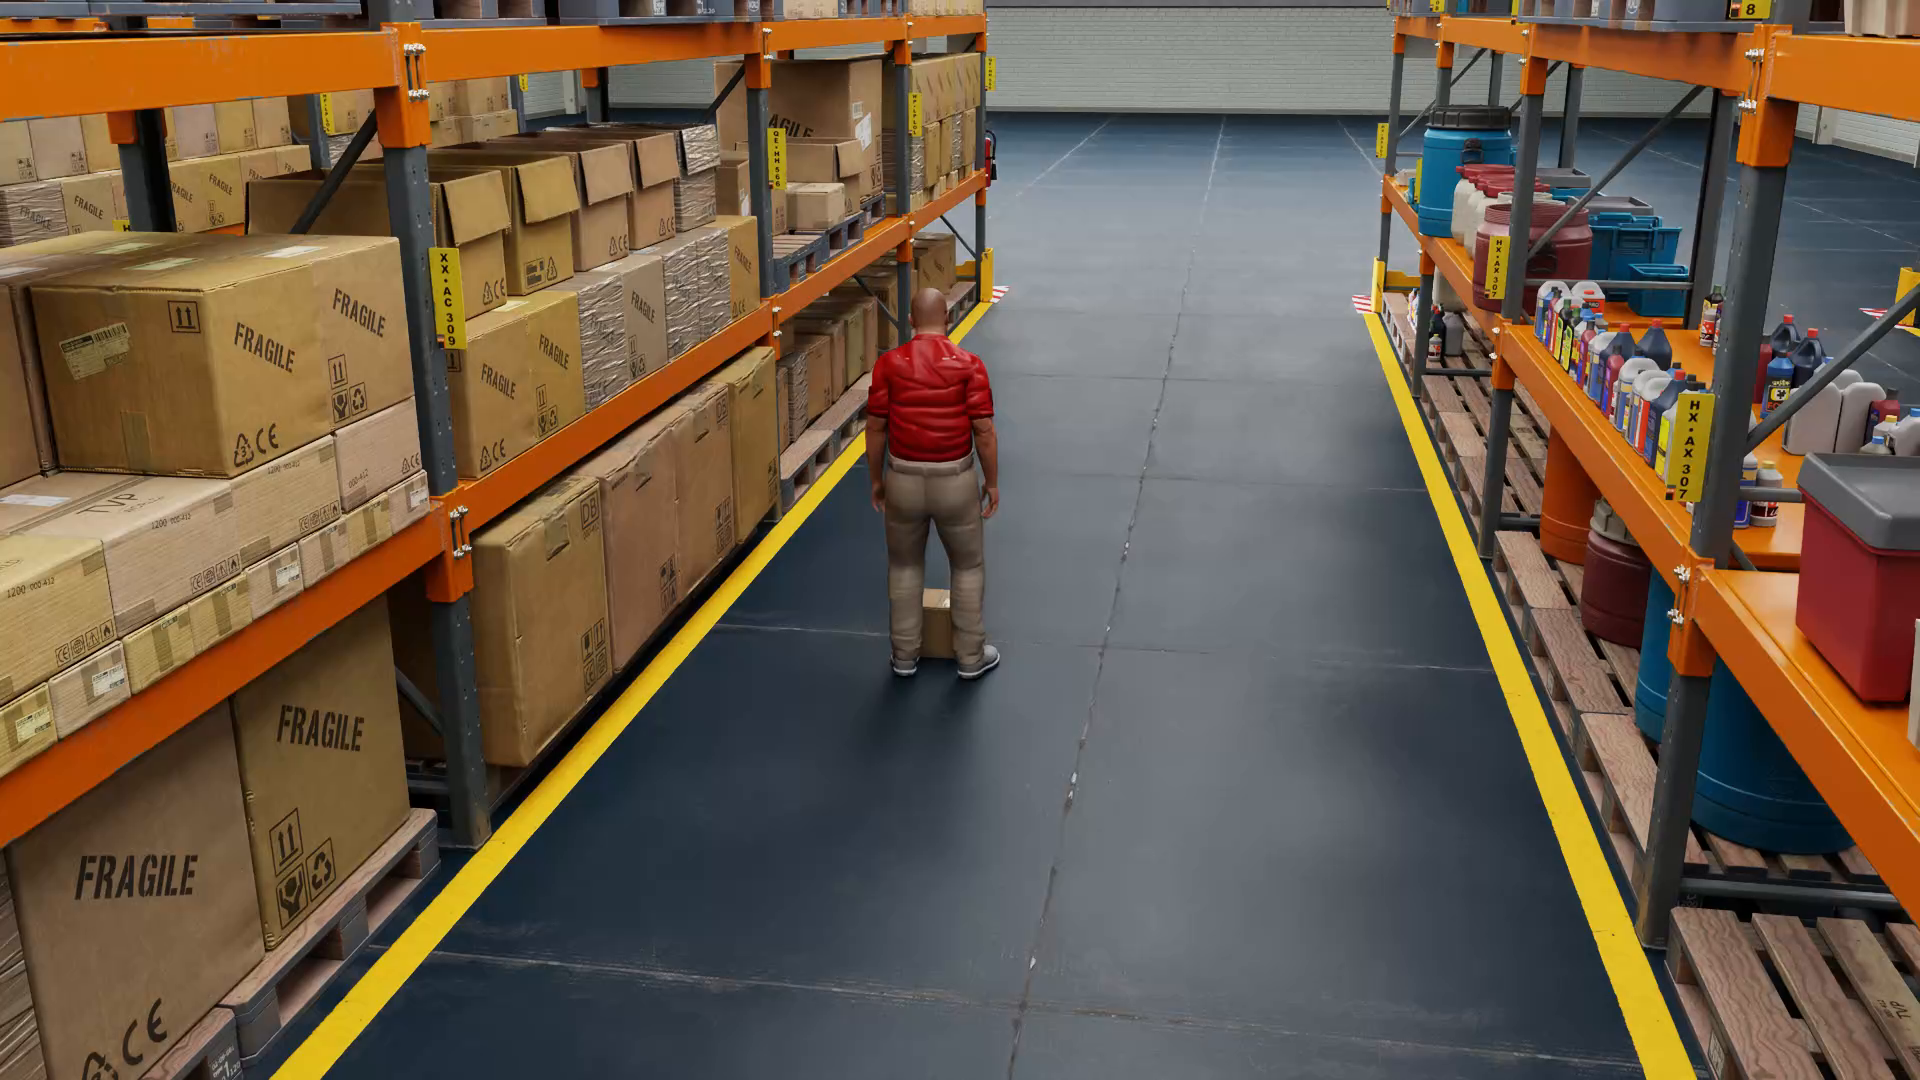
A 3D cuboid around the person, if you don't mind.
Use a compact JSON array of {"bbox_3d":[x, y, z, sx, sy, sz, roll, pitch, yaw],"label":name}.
[{"bbox_3d":[-0.118,-0.236,7.312,0.584,1.726,0.395,3,18,8],"label":"person"}]
